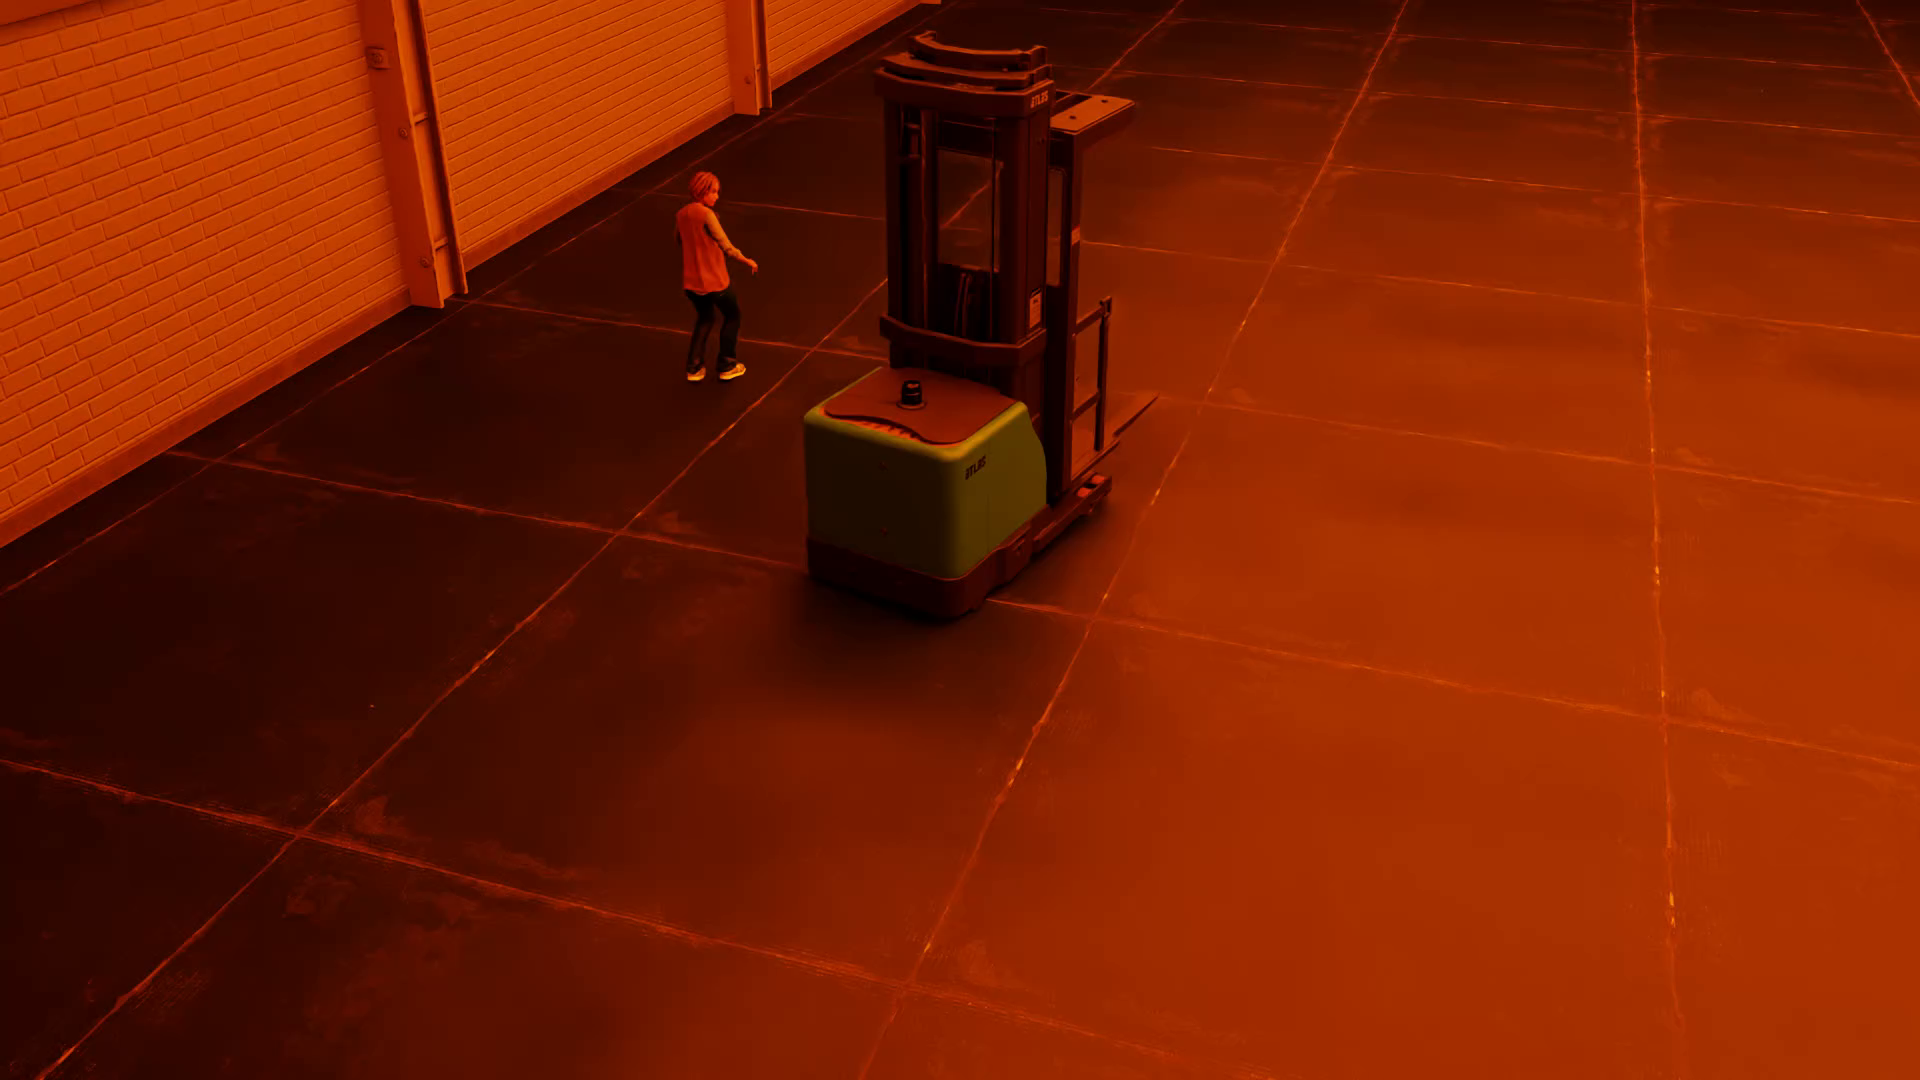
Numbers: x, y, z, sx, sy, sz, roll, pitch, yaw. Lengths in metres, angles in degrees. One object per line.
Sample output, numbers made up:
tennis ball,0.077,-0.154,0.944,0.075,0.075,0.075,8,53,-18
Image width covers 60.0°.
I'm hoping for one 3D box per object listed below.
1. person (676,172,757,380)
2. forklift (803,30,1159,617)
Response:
person,-1.754,-1.856,11.842,0.632,1.554,0.570,18,34,29
forklift,0.305,-1.540,9.837,1.130,2.935,3.031,17,34,27
